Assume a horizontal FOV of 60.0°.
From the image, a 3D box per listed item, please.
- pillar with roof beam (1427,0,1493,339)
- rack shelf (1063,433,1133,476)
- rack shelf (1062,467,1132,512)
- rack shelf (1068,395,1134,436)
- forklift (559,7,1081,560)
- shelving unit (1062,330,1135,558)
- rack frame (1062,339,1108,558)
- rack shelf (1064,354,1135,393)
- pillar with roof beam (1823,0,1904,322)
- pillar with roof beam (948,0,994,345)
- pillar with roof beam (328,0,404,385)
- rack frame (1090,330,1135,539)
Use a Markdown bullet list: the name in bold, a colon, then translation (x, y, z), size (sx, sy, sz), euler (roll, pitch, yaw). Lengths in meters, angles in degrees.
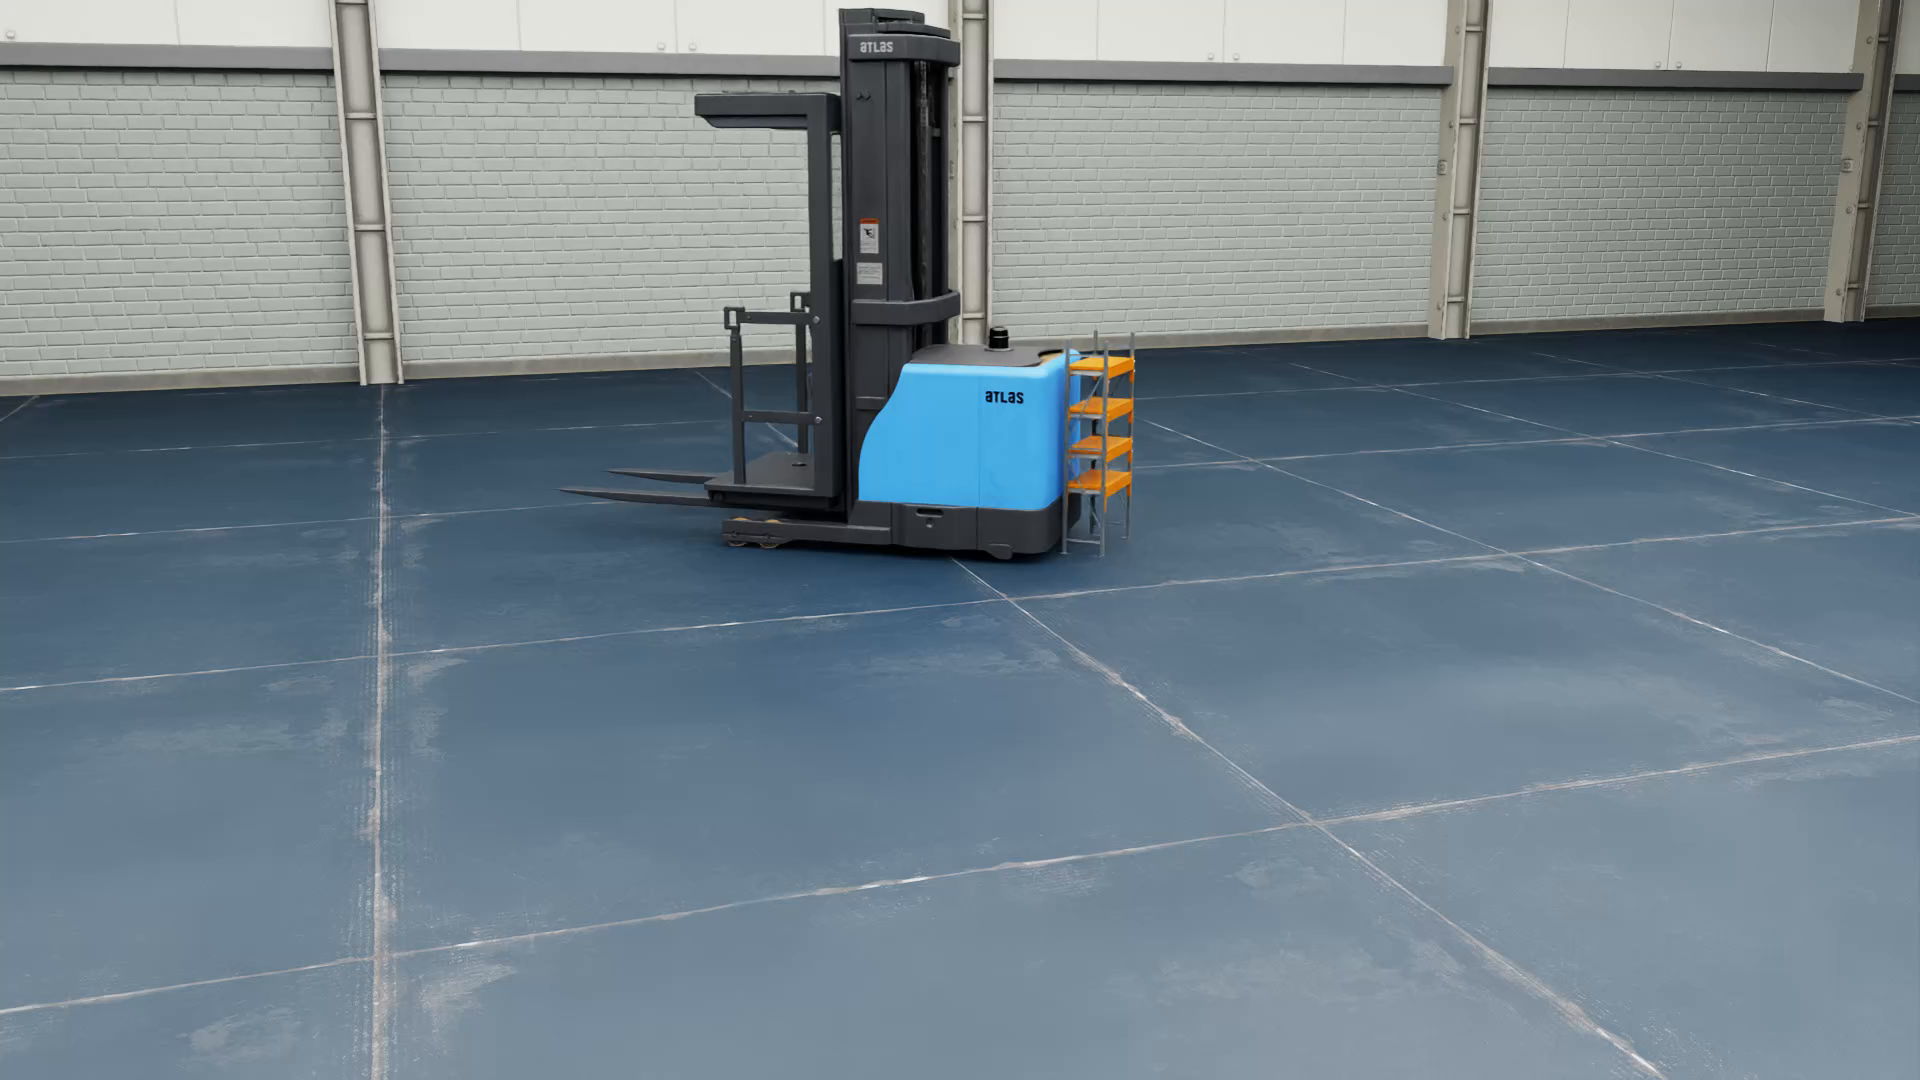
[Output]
- **pillar with roof beam**: translation (7.172, -5.843, 14.759), size (0.400, 9.000, 9.100), euler (-4, 14, -18)
- **rack shelf**: translation (0.781, -0.482, 9.368), size (0.258, 0.148, 0.480), euler (6, 14, 22)
- **rack shelf**: translation (0.781, -0.289, 9.414), size (0.258, 0.148, 0.480), euler (6, 14, 22)
- **rack shelf**: translation (0.781, -0.700, 9.317), size (0.258, 0.148, 0.480), euler (6, 14, 22)
- **forklift**: translation (-0.856, -1.488, 9.566), size (3.031, 2.935, 1.130), euler (4, 14, 16)
- **shelving unit**: translation (0.781, -0.548, 9.353), size (0.258, 1.200, 0.503), euler (6, 14, 22)
- **rack frame**: translation (0.687, -0.496, 9.134), size (0.240, 1.200, 0.015), euler (6, 14, 22)
- **rack shelf**: translation (0.781, -0.930, 9.262), size (0.258, 0.148, 0.480), euler (6, 14, 22)
- **pillar with roof beam**: translation (12.859, -6.285, 16.621), size (0.400, 9.000, 9.100), euler (-4, 14, -18)
- **pillar with roof beam**: translation (1.485, -5.400, 12.898), size (0.400, 9.000, 9.100), euler (-4, 14, -18)
- **pillar with roof beam**: translation (-4.201, -4.957, 11.036), size (0.400, 9.000, 9.100), euler (-4, 14, -18)
- **rack frame**: translation (0.875, -0.600, 9.572), size (0.240, 1.200, 0.015), euler (6, 14, 22)
